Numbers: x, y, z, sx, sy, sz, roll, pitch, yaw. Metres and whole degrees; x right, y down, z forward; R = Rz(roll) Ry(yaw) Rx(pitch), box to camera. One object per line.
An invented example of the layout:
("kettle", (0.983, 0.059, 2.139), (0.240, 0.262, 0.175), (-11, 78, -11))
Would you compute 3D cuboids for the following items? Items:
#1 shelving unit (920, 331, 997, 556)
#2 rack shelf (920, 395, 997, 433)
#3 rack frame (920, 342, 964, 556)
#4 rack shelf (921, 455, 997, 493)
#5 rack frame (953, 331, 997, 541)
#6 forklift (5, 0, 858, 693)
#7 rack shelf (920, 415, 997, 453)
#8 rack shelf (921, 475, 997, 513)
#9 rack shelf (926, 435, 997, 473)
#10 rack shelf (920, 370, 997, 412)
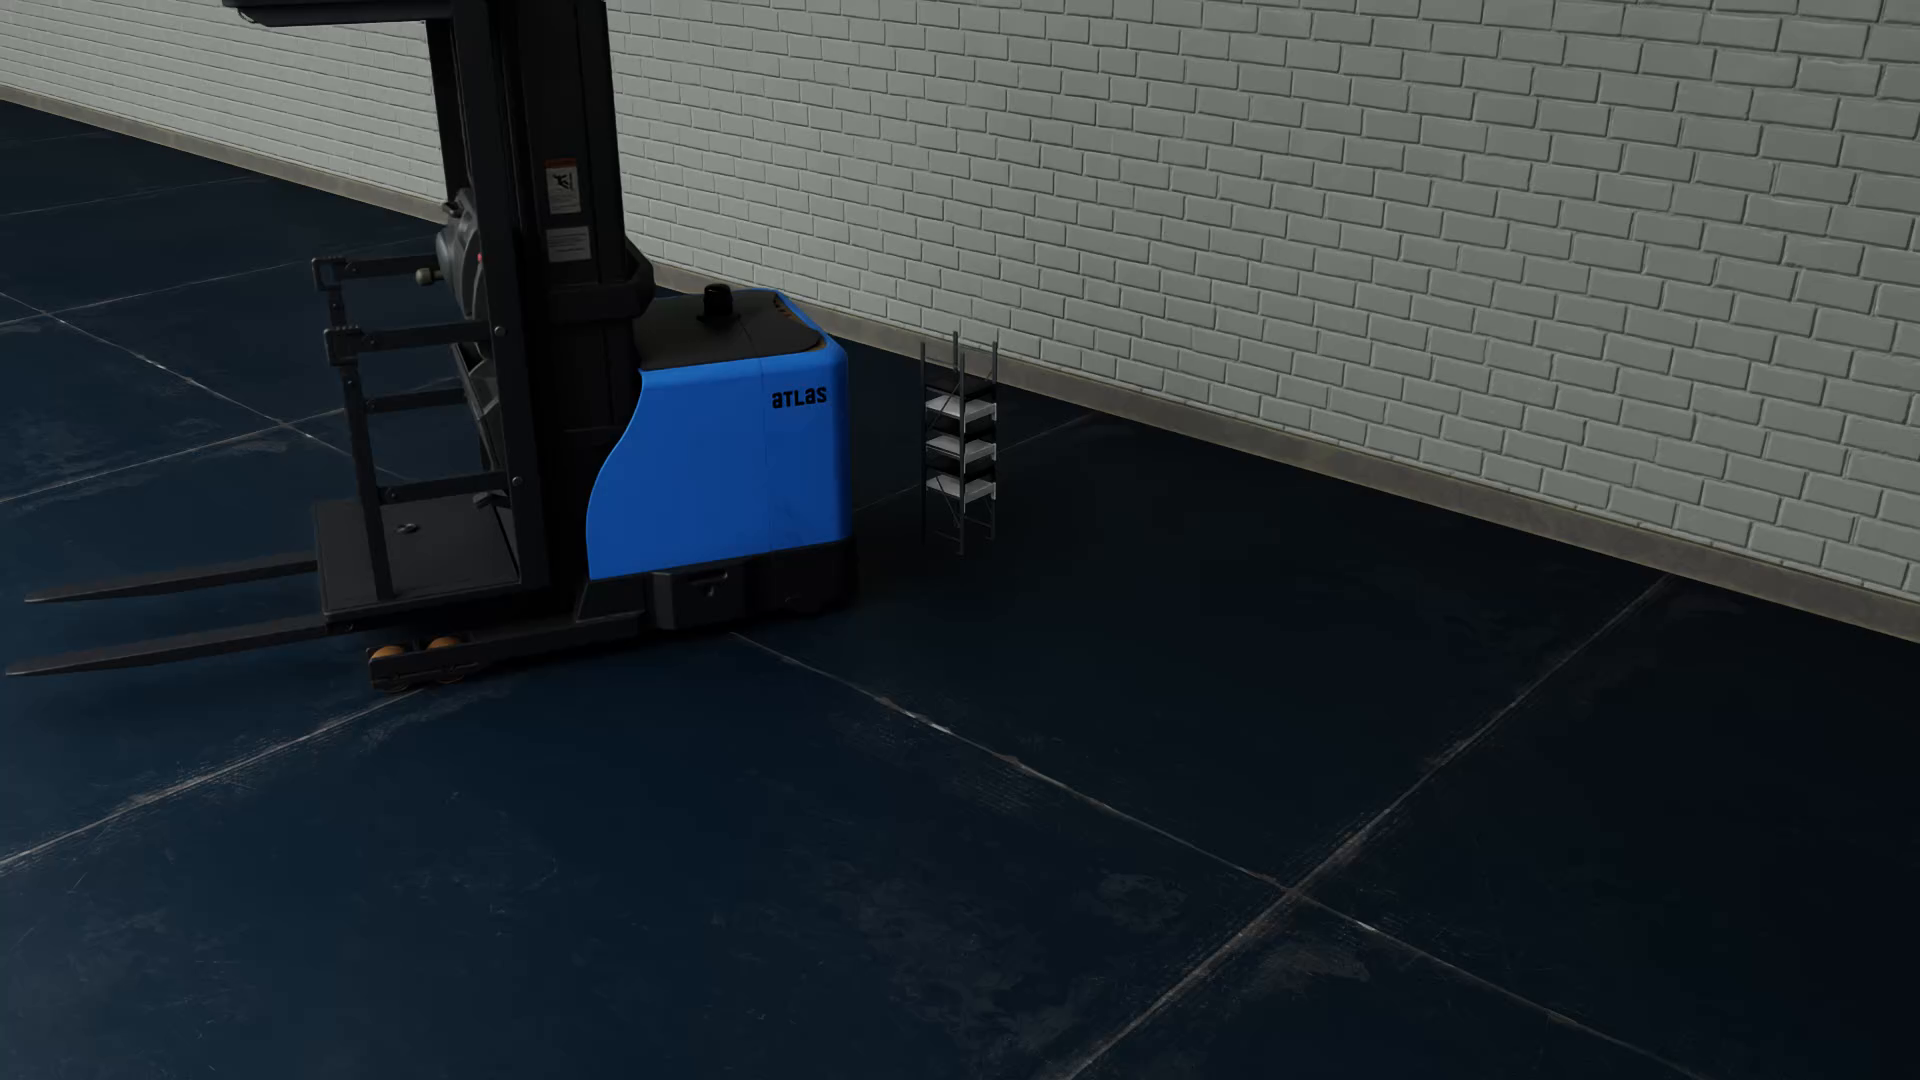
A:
("shelving unit", (-0.005, -0.408, 7.060), (0.258, 0.900, 0.210), (20, 31, 38))
("rack shelf", (-0.005, -0.542, 7.000), (0.258, 0.077, 0.200), (20, 31, 38))
("rack frame", (-0.073, -0.377, 6.991), (0.240, 0.900, 0.006), (20, 31, 38))
("rack shelf", (-0.005, -0.296, 7.111), (0.258, 0.077, 0.200), (20, 31, 38))
("rack frame", (0.062, -0.439, 7.129), (0.240, 0.900, 0.006), (20, 31, 38))
("forklift", (-1.977, -1.029, 5.962), (3.031, 2.935, 1.130), (-9, 26, -20))
("rack shelf", (-0.005, -0.460, 7.037), (0.258, 0.077, 0.200), (20, 31, 38))
("rack shelf", (-0.005, -0.213, 7.148), (0.258, 0.077, 0.200), (20, 31, 38))
("rack shelf", (-0.005, -0.378, 7.074), (0.258, 0.077, 0.200), (20, 31, 38))
("rack shelf", (-0.005, -0.624, 6.964), (0.258, 0.077, 0.200), (20, 31, 38))
